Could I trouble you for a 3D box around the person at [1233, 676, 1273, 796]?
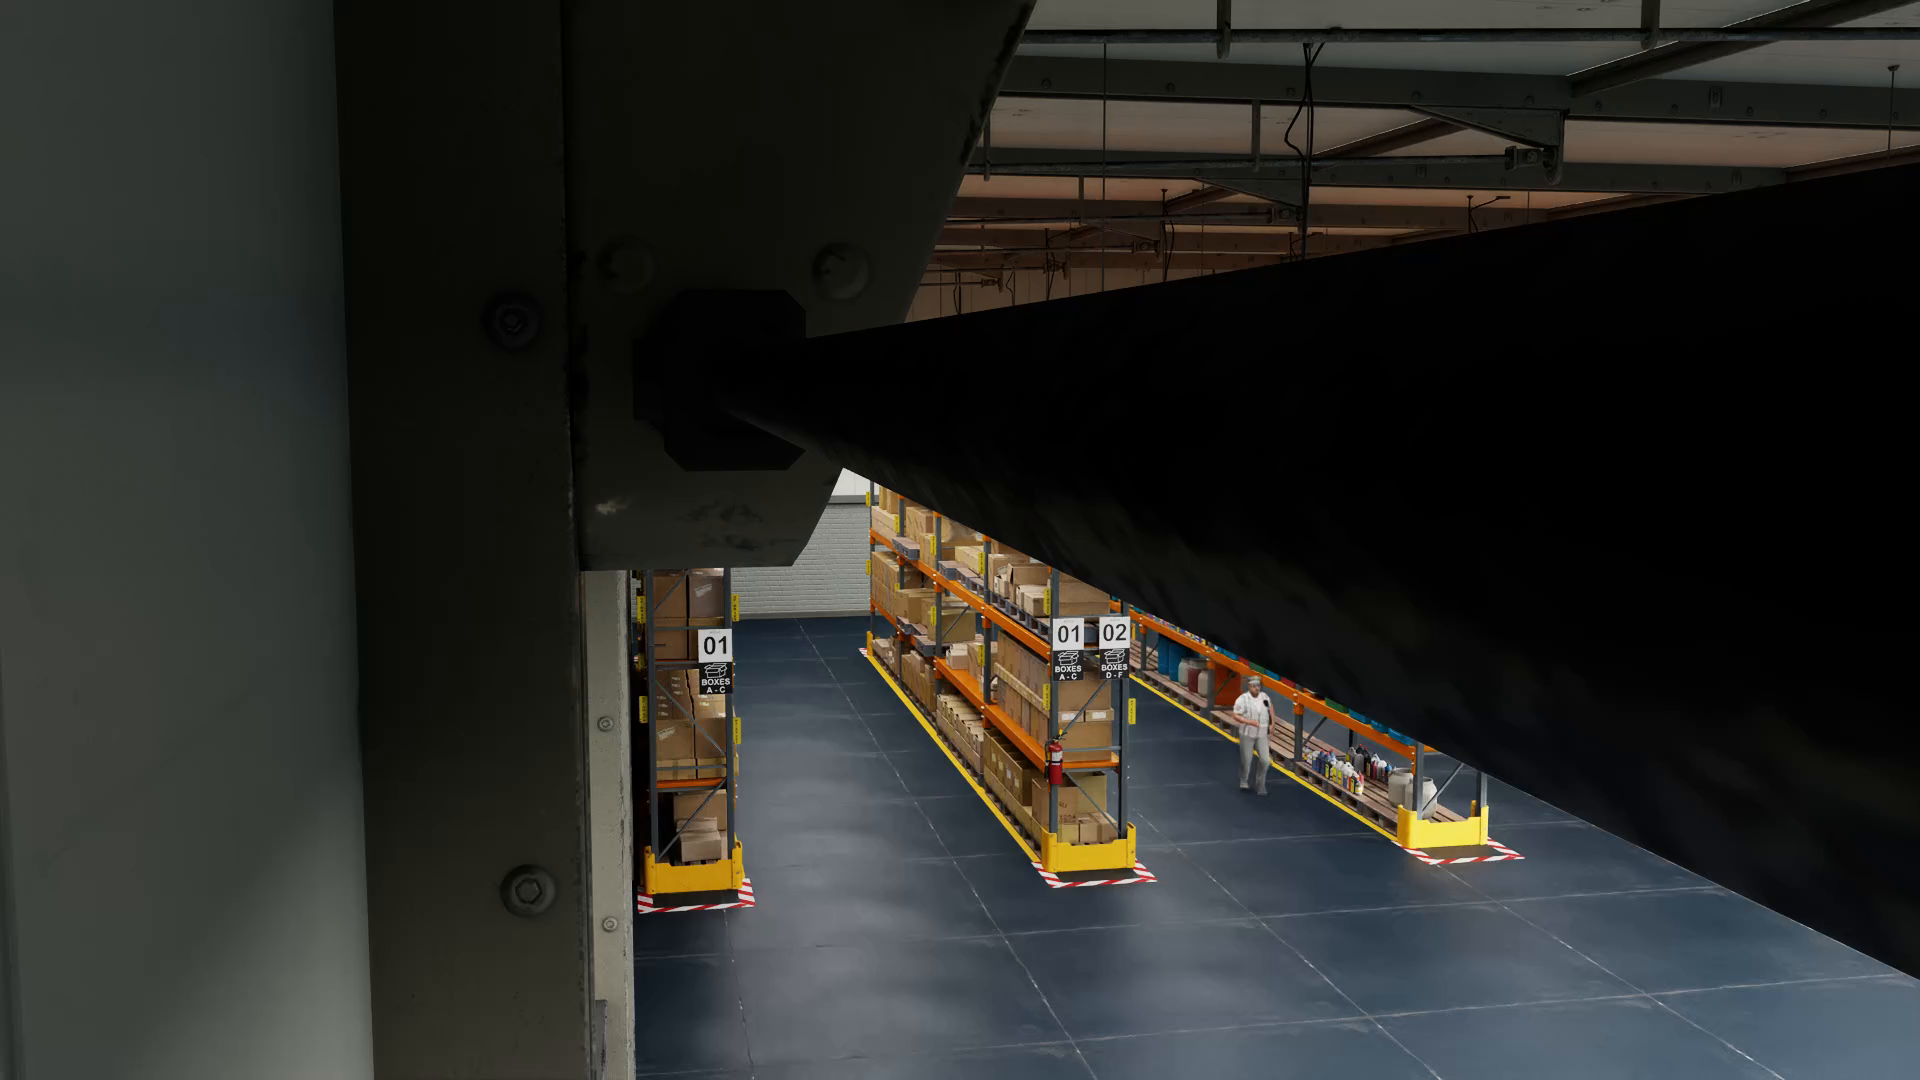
[{"bbox_3d":[4.365,2.910,24.607,0.677,1.842,0.741,-1,6,-9],"label":"person"}]
